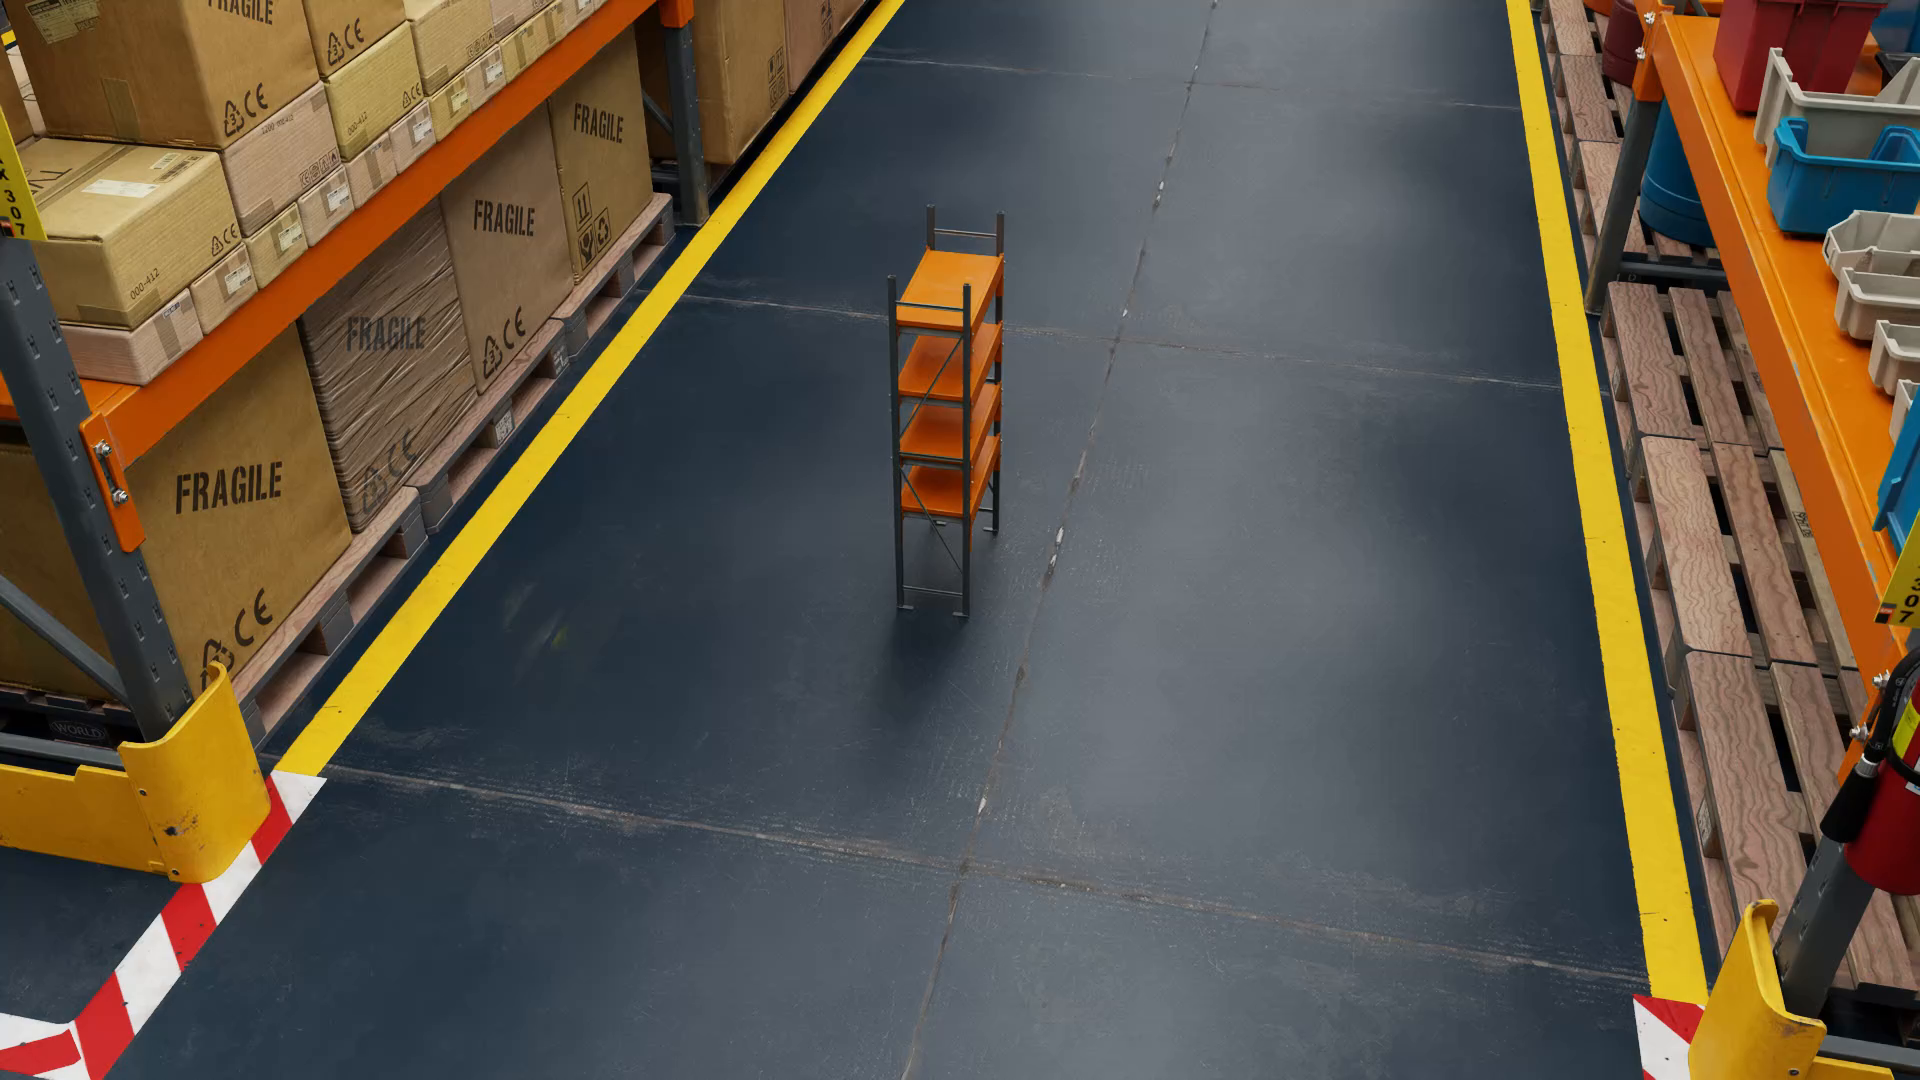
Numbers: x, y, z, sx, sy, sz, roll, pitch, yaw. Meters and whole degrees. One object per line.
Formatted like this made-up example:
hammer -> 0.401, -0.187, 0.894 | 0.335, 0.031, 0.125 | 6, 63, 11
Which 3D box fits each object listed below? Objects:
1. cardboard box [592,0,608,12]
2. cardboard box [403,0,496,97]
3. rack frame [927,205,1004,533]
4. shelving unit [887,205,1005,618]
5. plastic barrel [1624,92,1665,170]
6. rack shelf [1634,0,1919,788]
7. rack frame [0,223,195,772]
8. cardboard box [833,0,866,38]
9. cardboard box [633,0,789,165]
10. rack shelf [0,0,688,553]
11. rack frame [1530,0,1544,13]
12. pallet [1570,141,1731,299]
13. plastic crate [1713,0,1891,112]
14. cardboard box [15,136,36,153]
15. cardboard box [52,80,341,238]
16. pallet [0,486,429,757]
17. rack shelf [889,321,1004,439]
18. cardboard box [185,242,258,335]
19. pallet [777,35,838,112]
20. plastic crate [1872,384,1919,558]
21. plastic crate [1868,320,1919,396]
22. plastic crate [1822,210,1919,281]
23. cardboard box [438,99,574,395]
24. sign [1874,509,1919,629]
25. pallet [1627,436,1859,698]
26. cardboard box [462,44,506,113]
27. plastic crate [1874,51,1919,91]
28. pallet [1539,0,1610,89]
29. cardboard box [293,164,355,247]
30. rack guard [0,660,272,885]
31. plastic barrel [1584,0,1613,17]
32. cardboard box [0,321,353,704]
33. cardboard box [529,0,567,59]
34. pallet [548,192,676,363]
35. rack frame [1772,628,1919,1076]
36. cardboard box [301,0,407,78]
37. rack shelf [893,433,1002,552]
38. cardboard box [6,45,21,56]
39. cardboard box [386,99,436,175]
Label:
cardboard box -> -1.536, -2.147, 6.370 | 0.380, 0.149, 0.250 | 7, 36, 9
cardboard box -> -1.848, -1.654, 5.350 | 0.500, 0.250, 0.500 | 7, 36, 9
rack frame -> 0.017, -0.531, 5.460 | 0.240, 1.200, 0.015 | 7, 37, 10
shelving unit -> -0.035, -0.391, 5.267 | 0.258, 1.200, 0.503 | 7, 37, 10
plastic barrel -> 3.441, -2.175, 7.625 | 0.600, 0.901, 0.708 | 7, 37, 10
rack shelf -> 2.730, -0.701, 4.774 | 1.077, 0.370, 4.000 | 7, 37, 10
rack frame -> -2.536, -0.466, 3.837 | 1.000, 3.000, 0.127 | 7, 37, 10
cardboard box -> -1.193, -3.459, 9.420 | 1.225, 0.875, 0.875 | 7, 37, 10
cardboard box -> -1.564, -2.439, 8.011 | 1.225, 0.875, 0.875 | 7, 37, 10
rack shelf -> -2.108, -1.322, 5.630 | 1.077, 0.370, 4.000 | 7, 37, 10
rack frame -> 4.012, -4.432, 9.309 | 1.000, 3.000, 0.127 | 7, 37, 10
pallet -> 3.363, -1.447, 7.566 | 1.003, 0.211, 1.213 | 7, 37, 10
plastic crate -> 2.722, -1.708, 5.445 | 0.402, 0.464, 0.583 | 7, 37, 10
cardboard box -> -2.691, -0.837, 4.223 | 0.500, 0.250, 0.500 | 7, 36, 9
cardboard box -> -2.065, -1.066, 4.539 | 0.500, 0.250, 0.500 | 7, 37, 9
pallet -> -2.441, 0.195, 5.302 | 1.003, 0.211, 1.213 | 7, 37, 10
rack shelf -> -0.035, -0.518, 5.175 | 0.258, 0.148, 0.480 | 7, 37, 10
cardboard box -> -2.084, -0.674, 4.338 | 0.380, 0.149, 0.250 | 7, 36, 9
pallet -> -1.332, -2.784, 9.411 | 1.003, 0.211, 1.213 | 7, 37, 10
plastic crate -> 2.192, -0.099, 3.250 | 0.616, 0.435, 0.499 | 7, 37, 10
plastic crate -> 2.376, -0.417, 3.944 | 0.396, 0.136, 0.243 | 7, 37, 10
plastic crate -> 2.457, -0.752, 4.405 | 0.298, 0.136, 0.250 | 7, 37, 10
cardboard box -> -2.093, -1.185, 6.281 | 0.875, 0.875, 0.875 | 7, 37, 10
sign -> 1.762, 0.029, 3.015 | 0.100, 0.325, 0.005 | 7, 37, 10
pallet -> 2.780, 0.118, 5.407 | 1.003, 0.211, 1.213 | 7, 37, 10
cardboard box -> -1.756, -1.559, 5.559 | 0.380, 0.149, 0.250 | 8, 37, 11
plastic crate -> 3.181, -1.376, 5.276 | 0.437, 0.125, 0.590 | 7, 37, 10
pallet -> 3.884, -2.846, 9.496 | 1.003, 0.211, 1.213 | 7, 37, 10
cardboard box -> -1.975, -0.970, 4.747 | 0.380, 0.149, 0.250 | 7, 36, 9
rack guard -> -2.541, 0.560, 4.552 | 1.175, 0.500, 0.348 | 7, 37, 10
plastic barrel -> 3.924, -3.441, 9.432 | 0.600, 0.830, 0.708 | 7, 37, 10
cardboard box -> -2.477, -0.153, 4.858 | 0.875, 0.875, 0.875 | 7, 37, 10
cardboard box -> -1.646, -1.852, 5.963 | 0.380, 0.149, 0.250 | 8, 37, 11
pallet -> -1.920, -1.204, 7.232 | 1.003, 0.211, 1.213 | 7, 37, 10
rack frame -> 2.303, 0.155, 2.981 | 1.000, 3.000, 0.127 | 7, 37, 10
cardboard box -> -1.958, -1.655, 4.713 | 0.500, 0.500, 0.500 | 6, 36, 9
rack shelf -> -0.035, -0.176, 5.423 | 0.258, 0.148, 0.480 | 7, 37, 10
cardboard box -> -2.474, -1.420, 5.027 | 0.500, 0.250, 0.500 | 6, 36, 8
cardboard box -> -1.865, -1.264, 5.152 | 0.380, 0.149, 0.250 | 7, 37, 9
